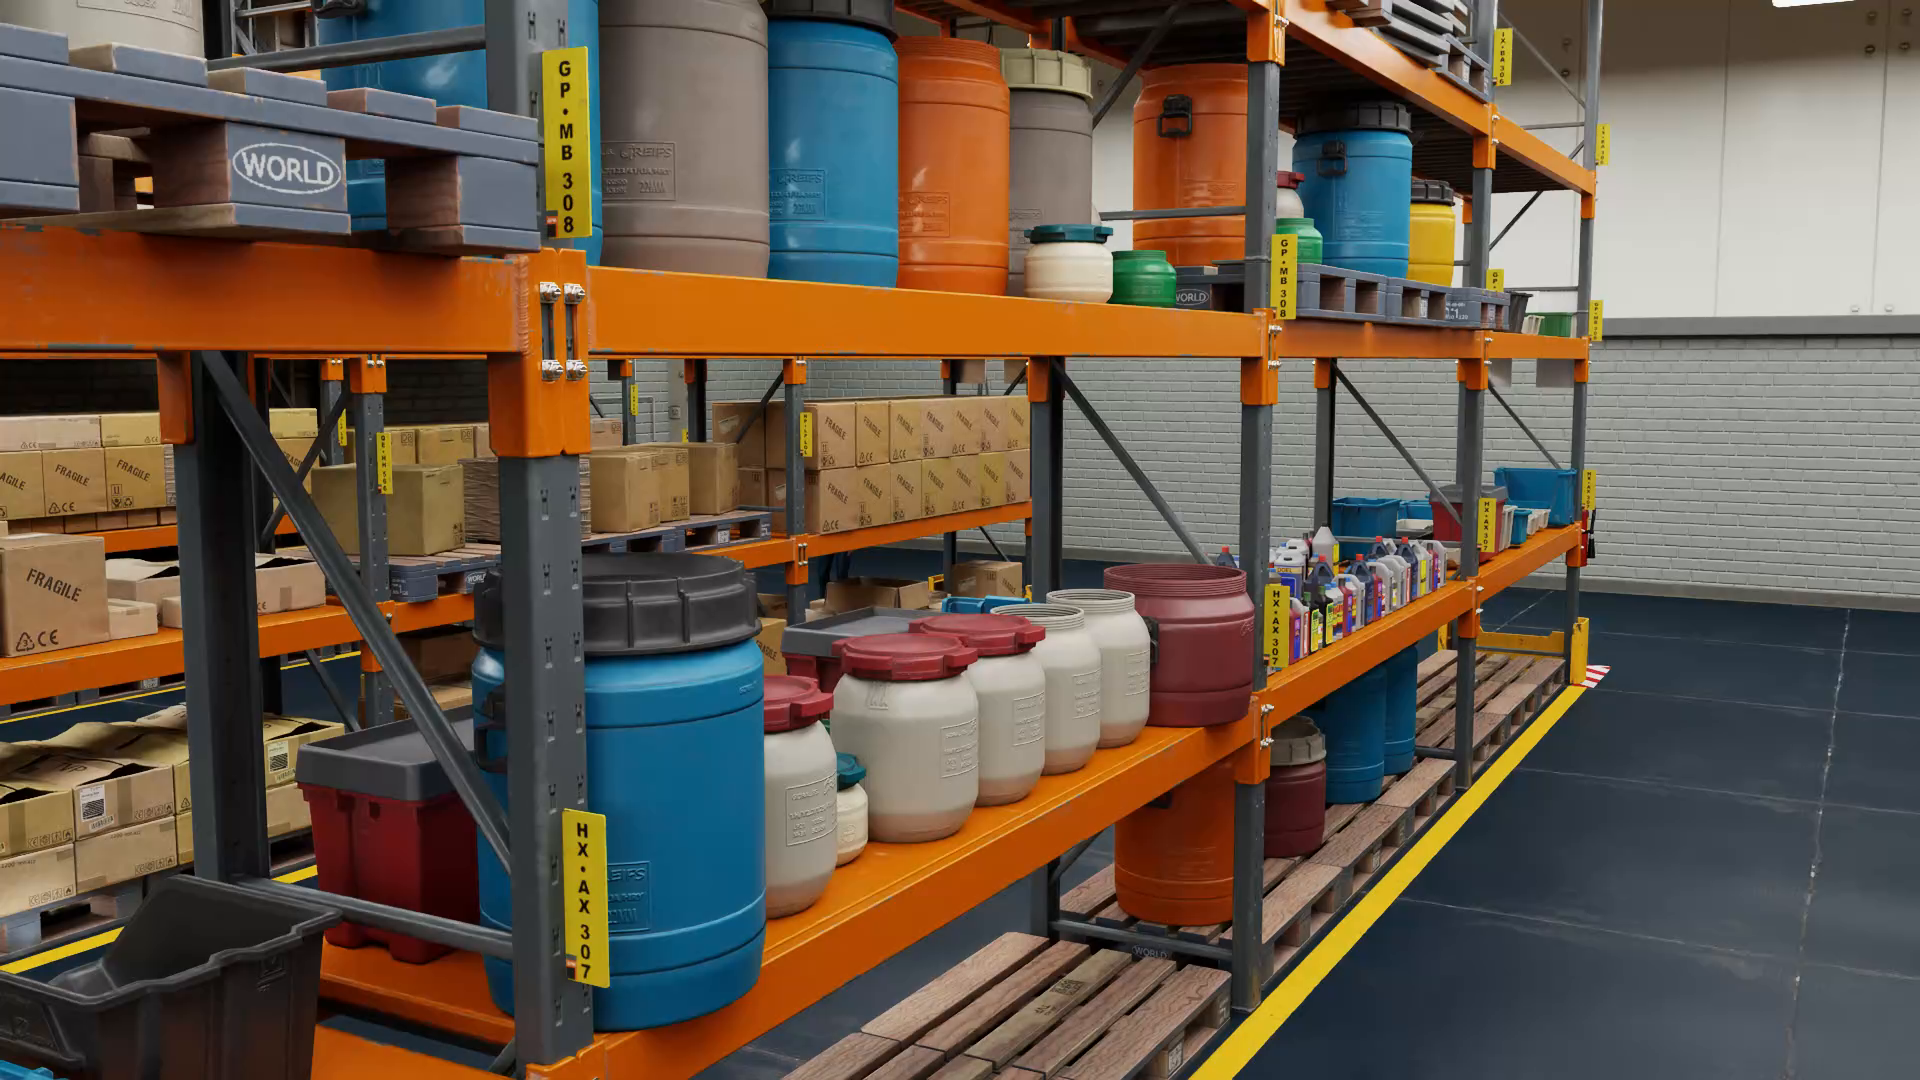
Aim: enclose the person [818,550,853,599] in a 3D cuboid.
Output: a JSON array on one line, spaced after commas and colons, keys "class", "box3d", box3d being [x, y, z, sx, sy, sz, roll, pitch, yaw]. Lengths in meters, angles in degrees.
[{"class": "person", "box3d": [-1.256, 0.044, 16.707, 0.463, 1.582, 0.343, 3, 7, 25]}]
